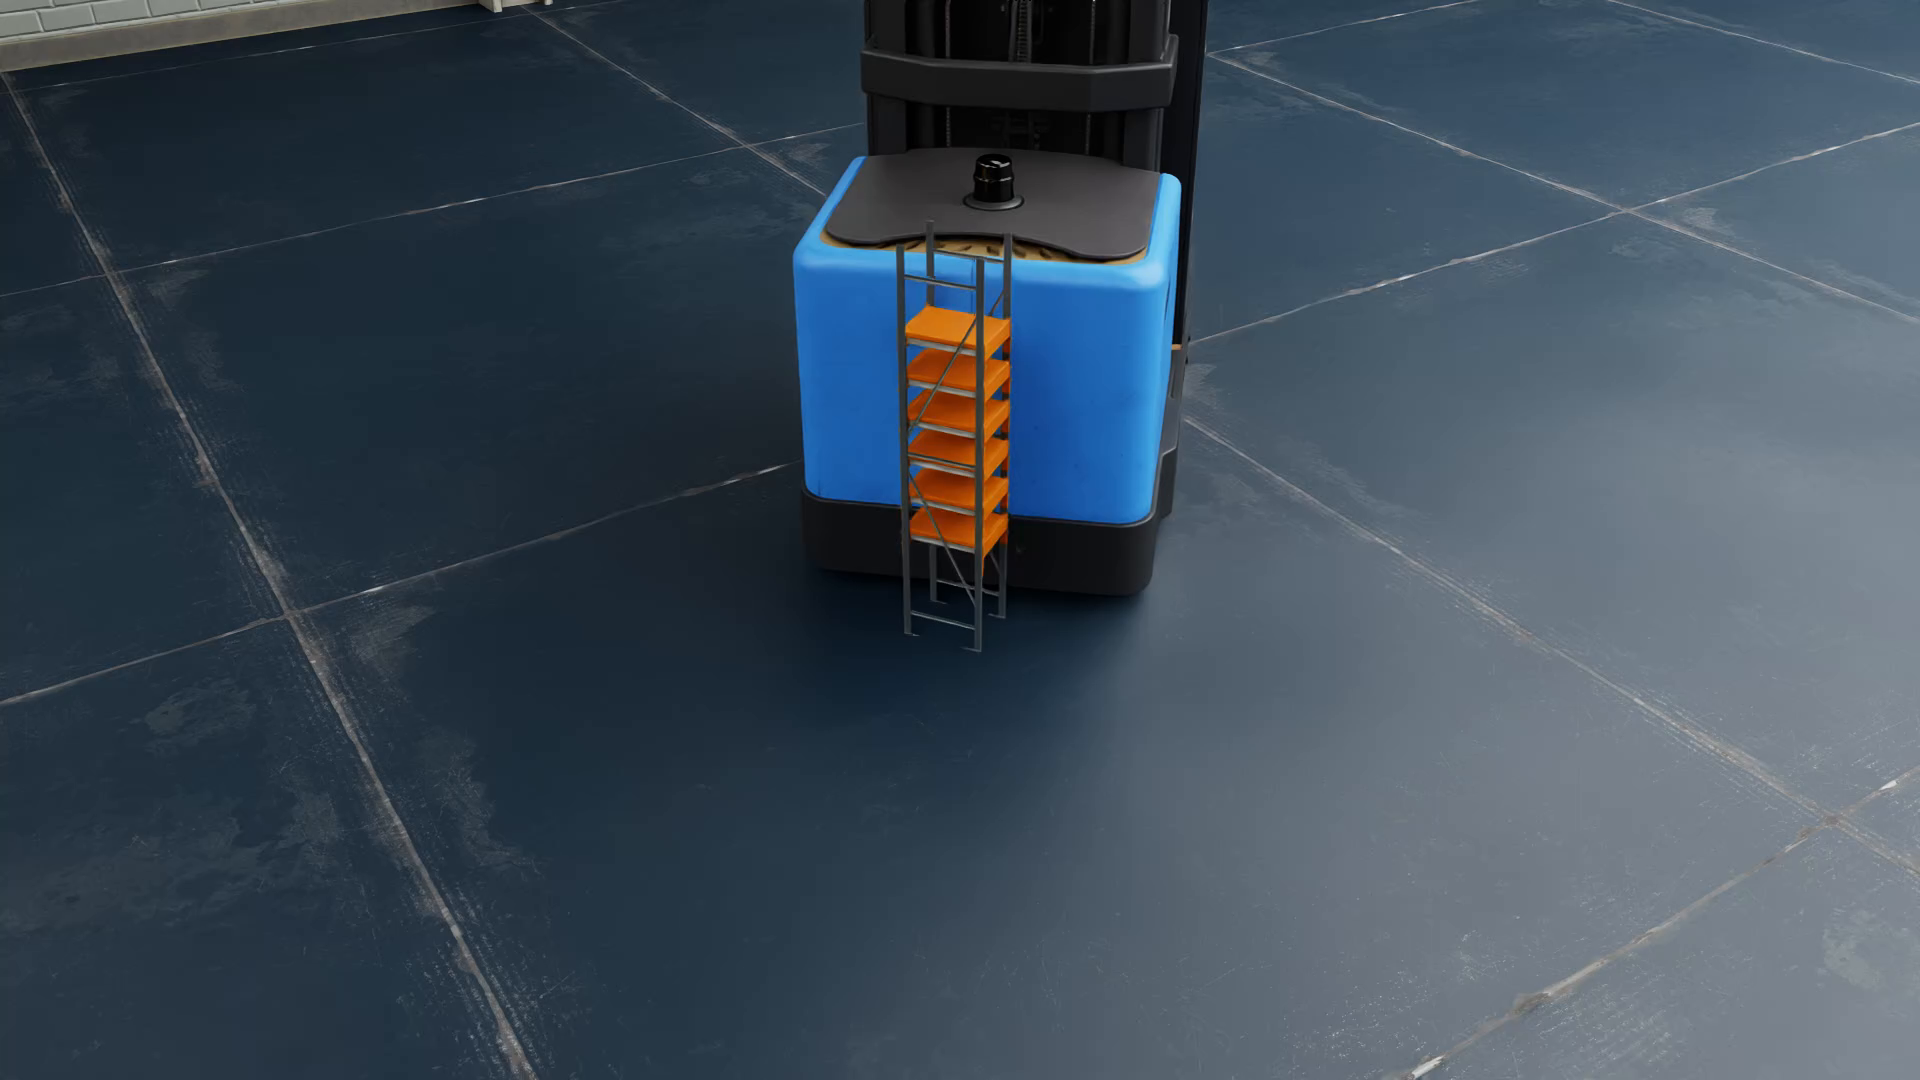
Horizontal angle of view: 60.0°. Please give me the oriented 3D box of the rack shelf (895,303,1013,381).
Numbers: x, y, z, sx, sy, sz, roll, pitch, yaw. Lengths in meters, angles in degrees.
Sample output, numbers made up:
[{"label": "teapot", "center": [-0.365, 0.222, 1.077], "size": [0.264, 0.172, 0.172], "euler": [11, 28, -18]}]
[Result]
[{"label": "rack shelf", "center": [-0.014, -0.521, 4.360], "size": [0.258, 0.103, 0.180], "euler": [13, 34, 20]}]

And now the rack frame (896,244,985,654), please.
[{"label": "rack frame", "center": [-0.050, -0.210, 4.458], "size": [0.240, 1.200, 0.006], "euler": [13, 34, 20]}]

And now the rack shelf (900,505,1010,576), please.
[{"label": "rack shelf", "center": [-0.014, -0.014, 4.681], "size": [0.258, 0.103, 0.180], "euler": [13, 34, 20]}]

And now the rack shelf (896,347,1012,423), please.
[{"label": "rack shelf", "center": [-0.014, -0.420, 4.425], "size": [0.258, 0.103, 0.180], "euler": [13, 34, 20]}]

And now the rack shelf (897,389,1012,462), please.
[{"label": "rack shelf", "center": [-0.014, -0.318, 4.489], "size": [0.258, 0.103, 0.180], "euler": [13, 34, 20]}]

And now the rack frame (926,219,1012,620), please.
[{"label": "rack frame", "center": [0.022, -0.299, 4.600], "size": [0.240, 1.200, 0.006], "euler": [13, 34, 20]}]

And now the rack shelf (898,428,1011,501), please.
[{"label": "rack shelf", "center": [-0.014, -0.217, 4.553], "size": [0.258, 0.103, 0.180], "euler": [13, 34, 20]}]

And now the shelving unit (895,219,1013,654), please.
[{"label": "shelving unit", "center": [-0.014, -0.255, 4.529], "size": [0.258, 1.200, 0.189], "euler": [13, 34, 20]}]

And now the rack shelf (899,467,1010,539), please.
[{"label": "rack shelf", "center": [-0.014, -0.115, 4.617], "size": [0.258, 0.103, 0.180], "euler": [13, 34, 20]}]

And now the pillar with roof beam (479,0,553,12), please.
[{"label": "pillar with roof beam", "center": [-0.546, -5.352, 5.301], "size": [0.400, 9.000, 9.100], "euler": [-19, 37, -27]}]

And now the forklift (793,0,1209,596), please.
[{"label": "forklift", "center": [0.278, -1.848, 5.433], "size": [1.130, 2.935, 3.031], "euler": [5, 33, 8]}]
